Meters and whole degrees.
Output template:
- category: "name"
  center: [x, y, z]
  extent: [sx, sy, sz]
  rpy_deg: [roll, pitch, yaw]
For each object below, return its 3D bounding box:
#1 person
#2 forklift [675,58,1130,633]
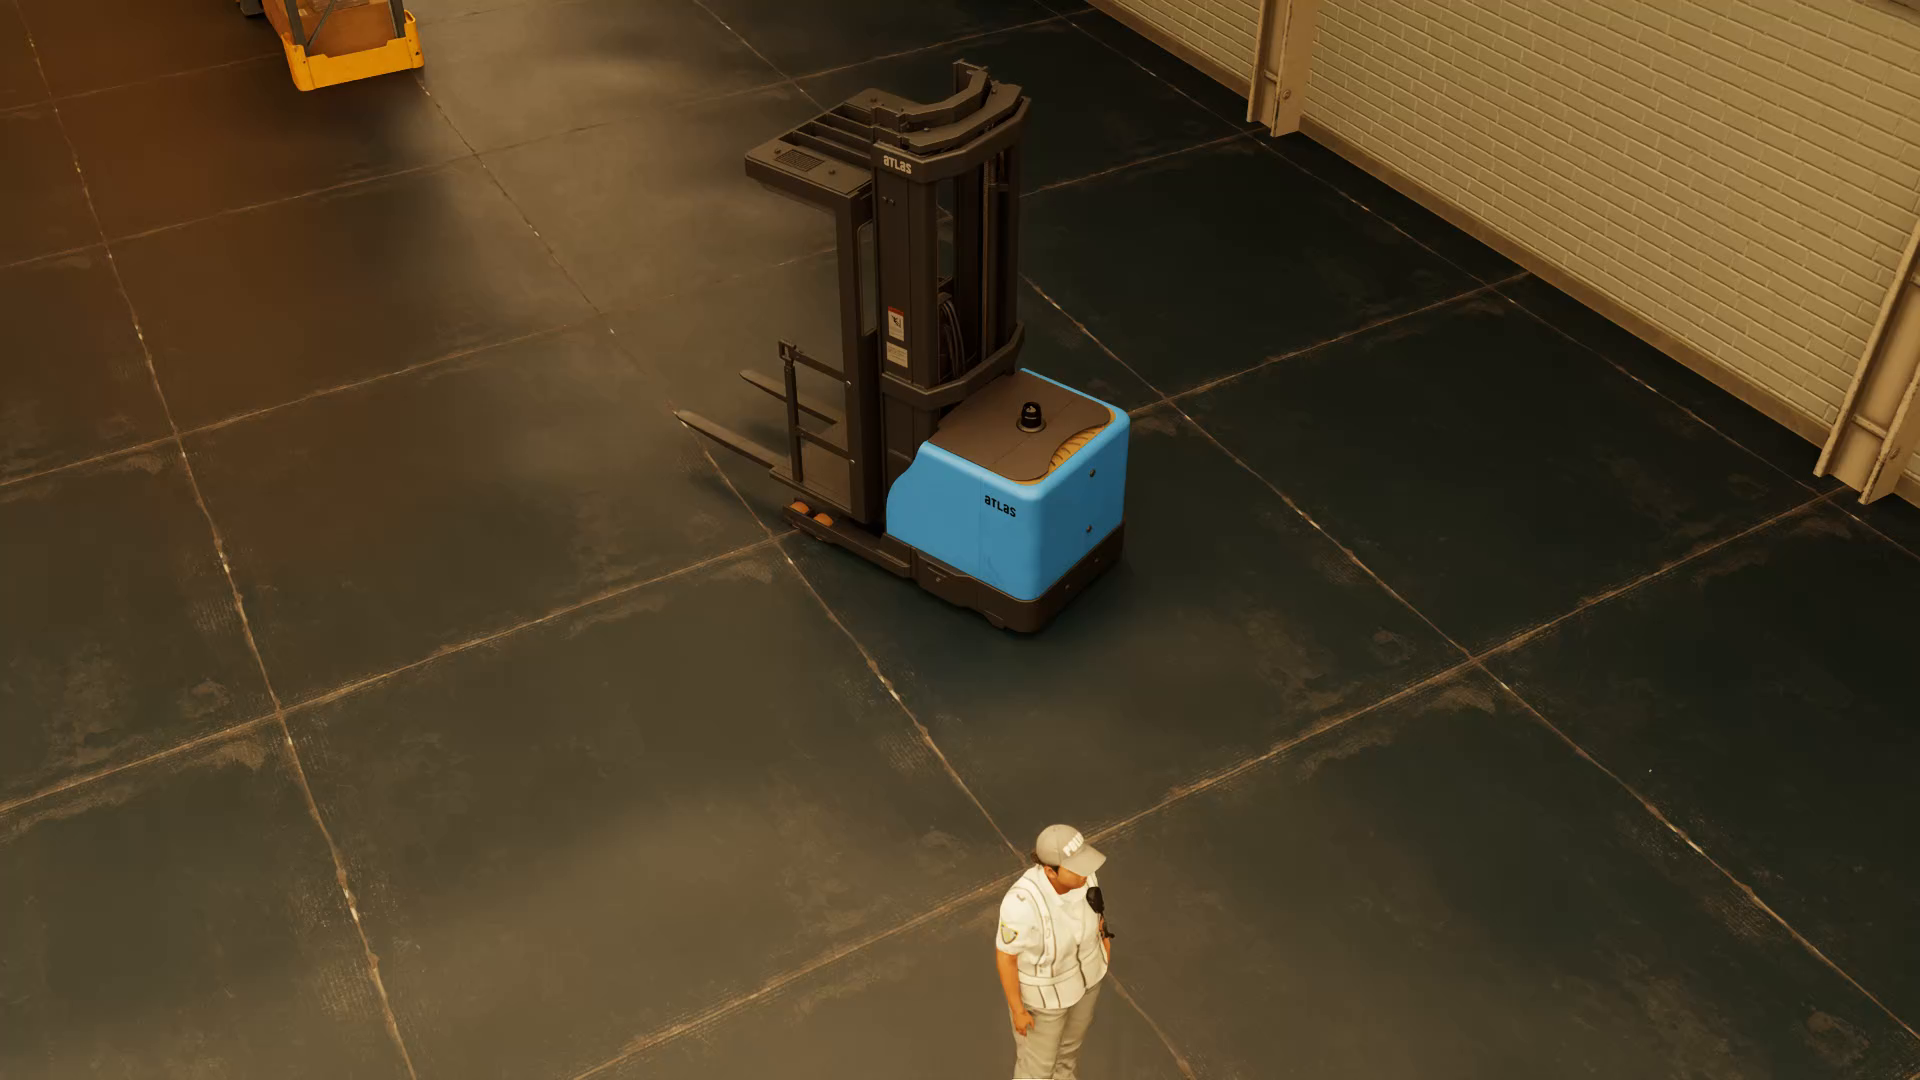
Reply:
- category: "person"
  center: [0.433, 1.842, 6.795]
  extent: [0.598, 1.670, 0.530]
  rpy_deg: [-31, 49, -32]
- category: "forklift"
  center: [-0.481, -1.366, 9.683]
  extent: [3.031, 2.935, 1.130]
  rpy_deg: [26, 46, 28]
